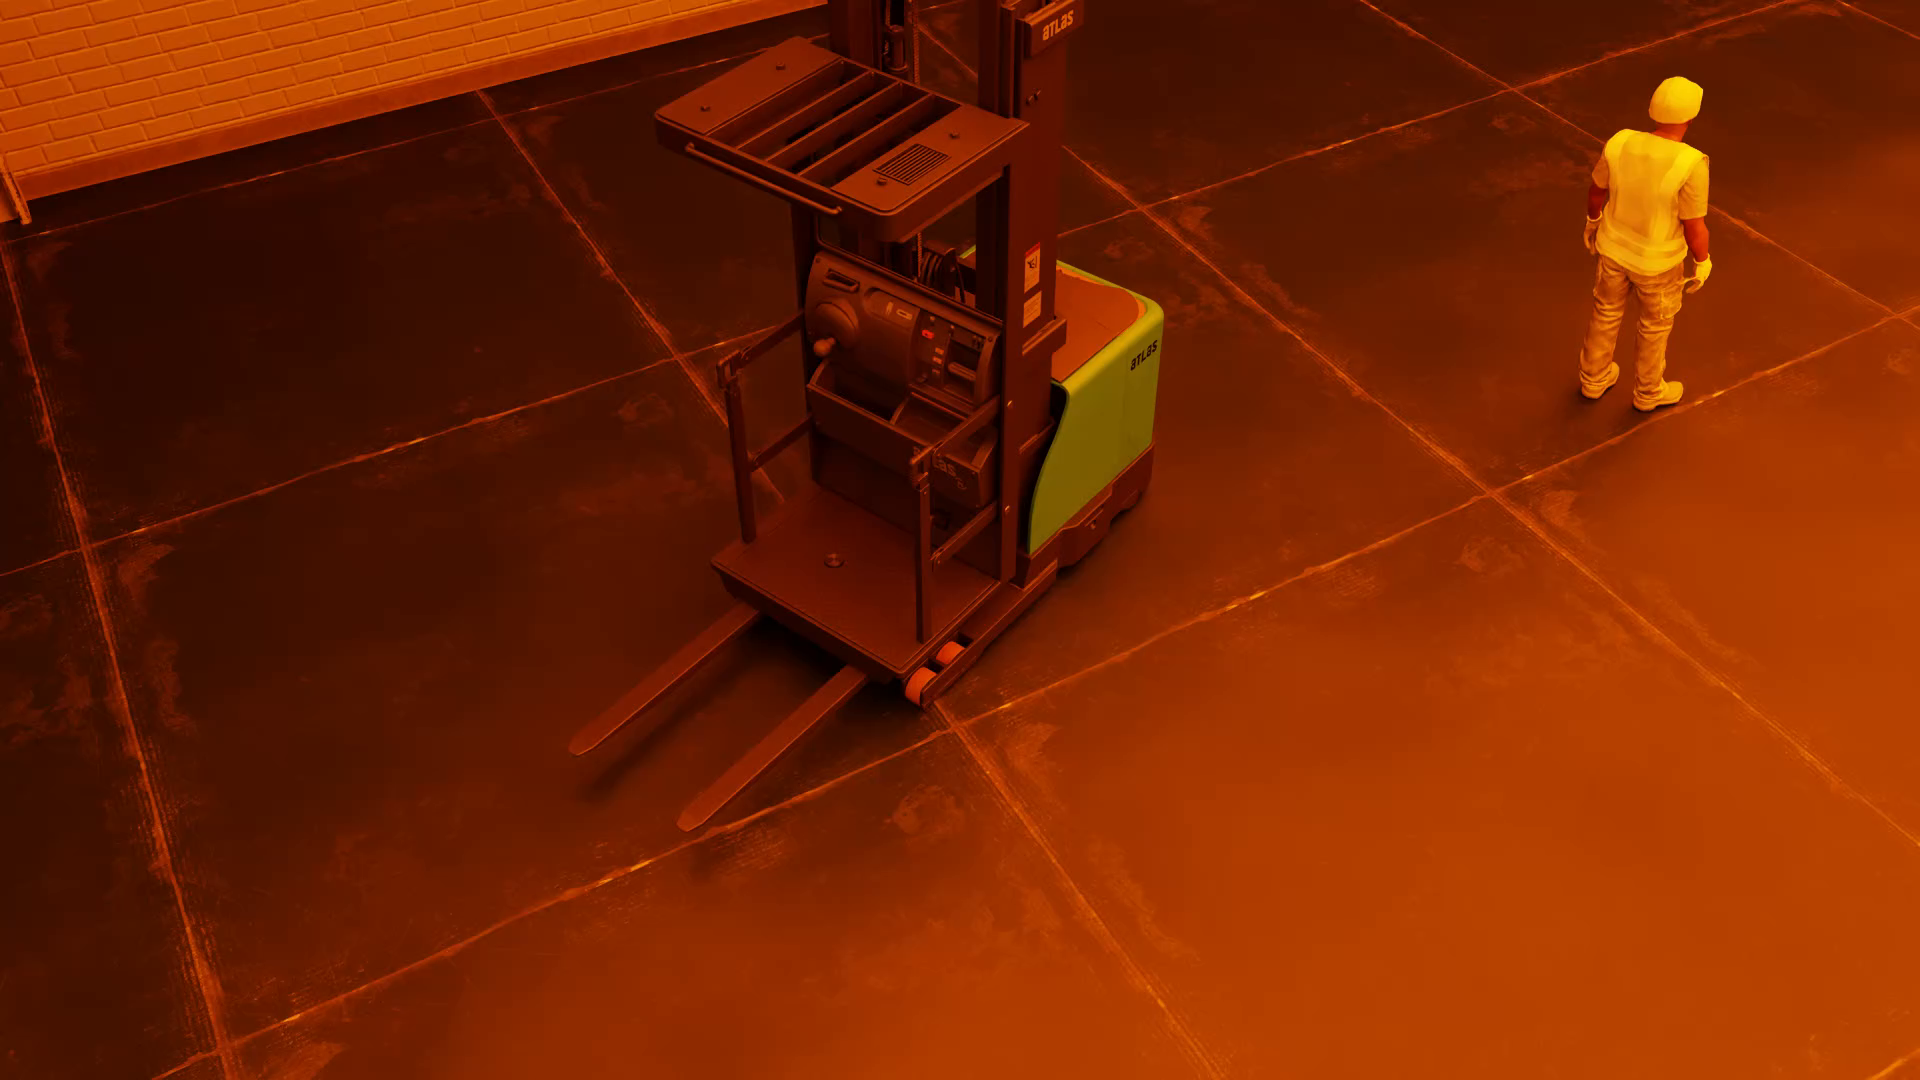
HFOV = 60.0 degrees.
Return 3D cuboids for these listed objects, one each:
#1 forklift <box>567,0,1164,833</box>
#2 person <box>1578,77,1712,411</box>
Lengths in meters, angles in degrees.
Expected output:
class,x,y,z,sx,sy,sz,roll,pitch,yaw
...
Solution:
class,x,y,z,sx,sy,sz,roll,pitch,yaw
forklift,-0.375,-0.749,6.505,1.130,2.935,3.031,28,50,27
person,3.361,-1.442,8.086,0.577,1.783,0.657,-29,50,-28
